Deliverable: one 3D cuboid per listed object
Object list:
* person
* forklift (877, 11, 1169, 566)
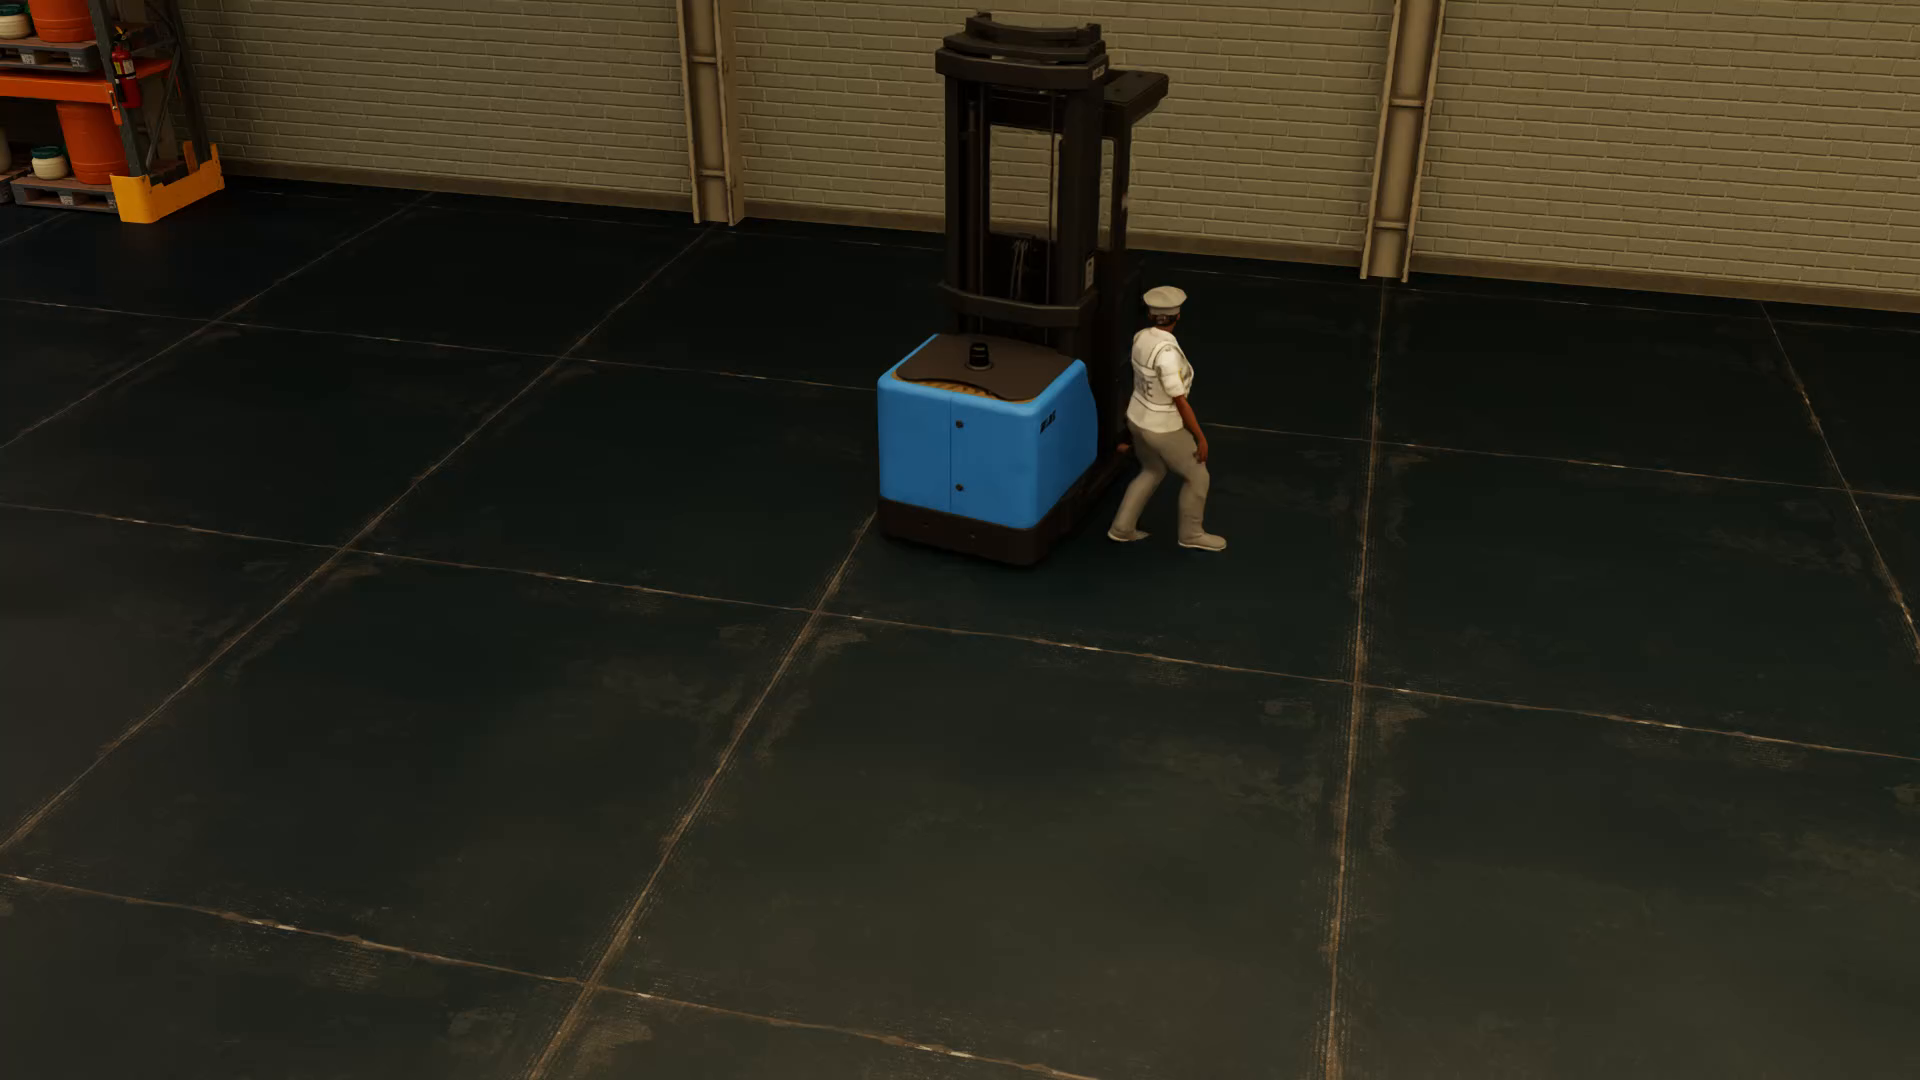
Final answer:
[{"bbox_3d":[1.234,-0.688,9.793,0.636,1.642,0.748,-10,31,-17],"label":"person"},{"bbox_3d":[0.589,-1.830,10.400,1.130,2.935,3.031,13,32,22],"label":"forklift"}]
